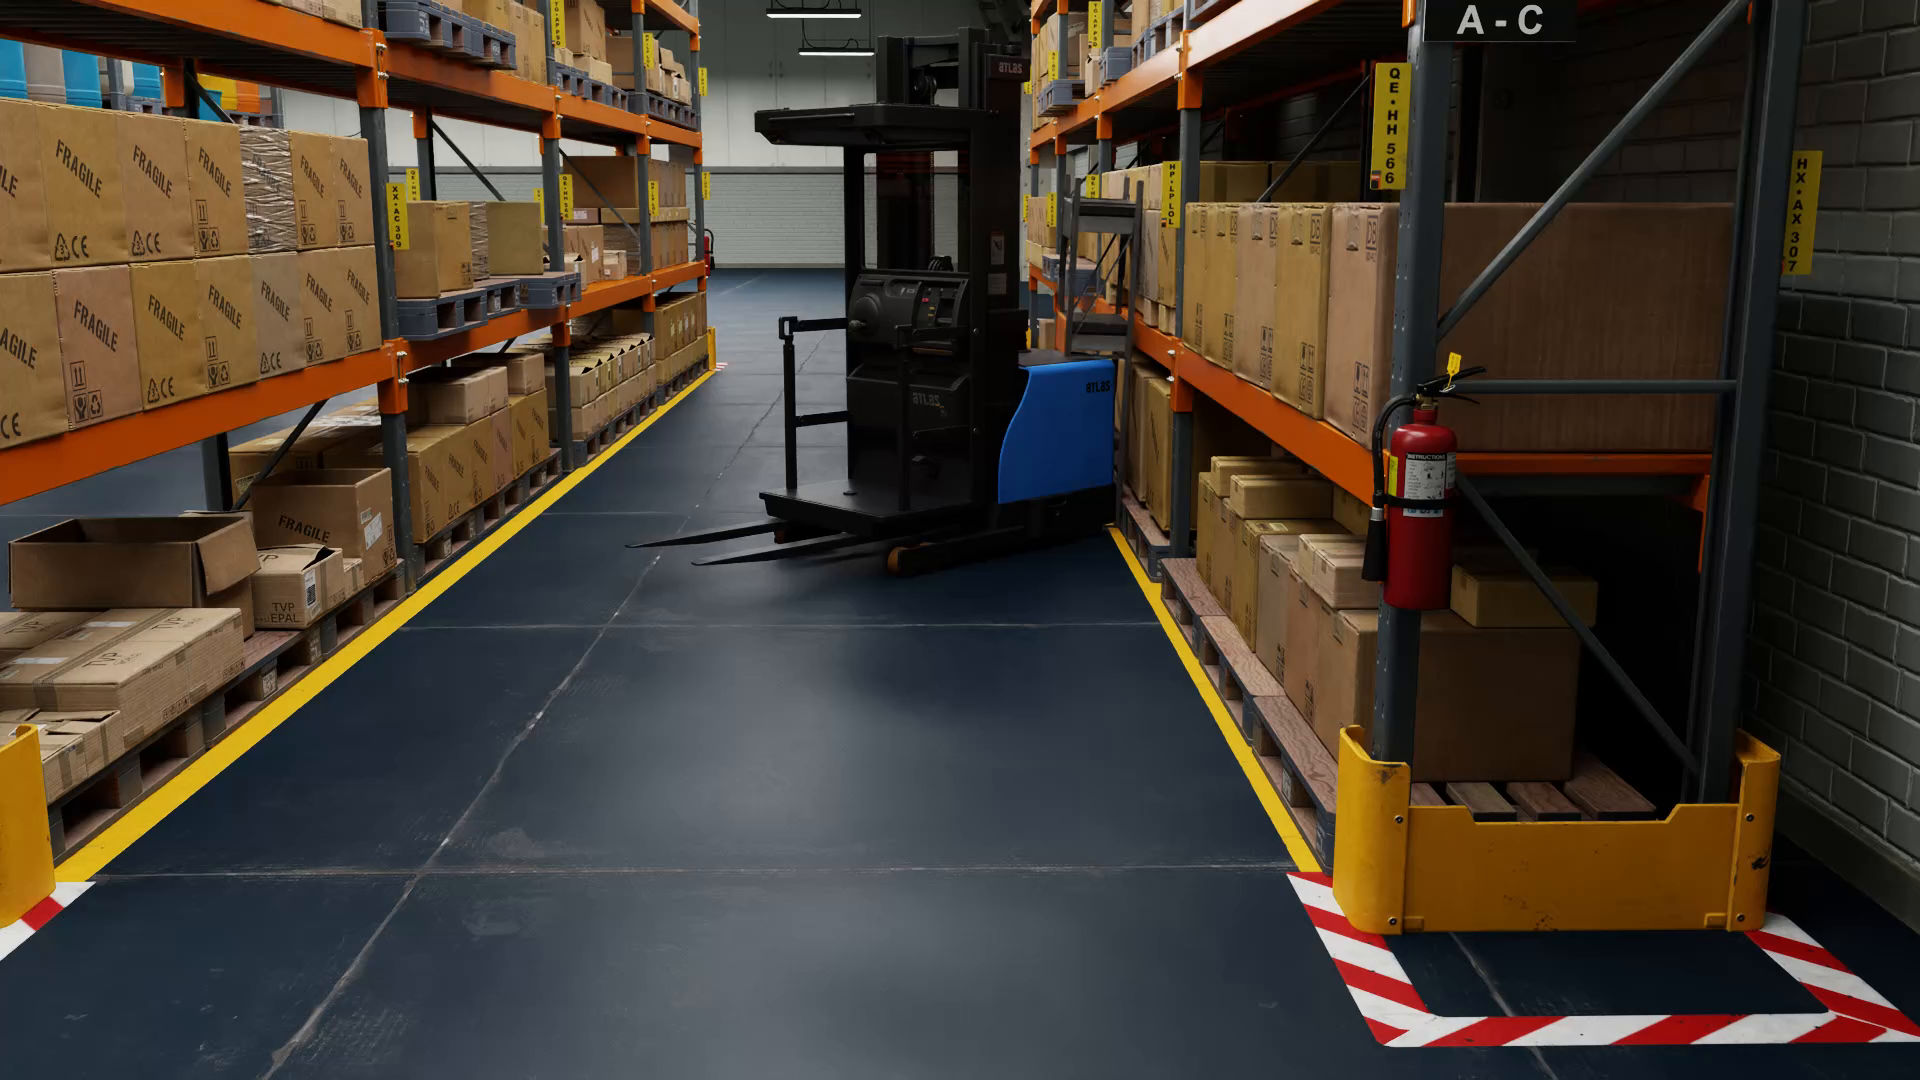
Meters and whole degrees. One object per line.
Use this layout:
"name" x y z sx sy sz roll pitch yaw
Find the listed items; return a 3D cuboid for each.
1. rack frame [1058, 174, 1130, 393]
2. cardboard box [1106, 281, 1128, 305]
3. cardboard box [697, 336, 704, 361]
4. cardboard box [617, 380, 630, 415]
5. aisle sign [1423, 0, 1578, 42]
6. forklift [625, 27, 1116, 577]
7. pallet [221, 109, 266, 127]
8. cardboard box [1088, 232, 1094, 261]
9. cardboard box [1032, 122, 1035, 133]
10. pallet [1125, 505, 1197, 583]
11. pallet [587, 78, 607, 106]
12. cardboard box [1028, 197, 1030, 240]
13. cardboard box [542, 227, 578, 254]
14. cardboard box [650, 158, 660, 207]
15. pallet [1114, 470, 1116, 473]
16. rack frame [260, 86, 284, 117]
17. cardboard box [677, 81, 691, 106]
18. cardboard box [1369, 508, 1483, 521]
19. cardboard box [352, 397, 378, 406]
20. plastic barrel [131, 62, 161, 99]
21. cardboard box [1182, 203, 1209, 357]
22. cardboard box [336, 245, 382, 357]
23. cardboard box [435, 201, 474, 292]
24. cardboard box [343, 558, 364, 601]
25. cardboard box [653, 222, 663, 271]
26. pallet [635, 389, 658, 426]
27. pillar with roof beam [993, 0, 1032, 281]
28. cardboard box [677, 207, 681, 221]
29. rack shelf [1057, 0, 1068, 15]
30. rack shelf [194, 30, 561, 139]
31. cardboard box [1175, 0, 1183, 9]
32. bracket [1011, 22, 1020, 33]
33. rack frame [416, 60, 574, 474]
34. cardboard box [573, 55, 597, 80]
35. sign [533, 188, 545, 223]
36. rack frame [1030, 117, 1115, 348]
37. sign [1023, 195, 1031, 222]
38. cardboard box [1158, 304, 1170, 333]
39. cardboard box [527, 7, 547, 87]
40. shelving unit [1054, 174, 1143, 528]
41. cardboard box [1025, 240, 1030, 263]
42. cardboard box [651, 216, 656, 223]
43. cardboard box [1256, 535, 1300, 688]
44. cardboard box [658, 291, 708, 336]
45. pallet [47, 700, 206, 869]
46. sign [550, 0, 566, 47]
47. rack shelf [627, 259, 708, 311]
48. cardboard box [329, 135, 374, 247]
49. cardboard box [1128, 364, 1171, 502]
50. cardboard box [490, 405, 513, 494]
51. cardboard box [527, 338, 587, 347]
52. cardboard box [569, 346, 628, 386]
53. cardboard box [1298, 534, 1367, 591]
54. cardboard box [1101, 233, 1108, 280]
"rack frame" 0.800 -1.222 10.481 0.400 2.100 0.015 2 15 -4
"cardboard box" 1.214 -1.718 11.564 0.380 0.149 0.250 0 11 1
"cardboard box" -3.267 -2.224 19.335 0.500 0.250 0.500 0 11 -1
"cardboard box" -3.186 -1.249 14.529 0.500 0.250 0.500 0 11 0
"aisle sign" 1.389 -1.669 4.204 0.394 0.787 0.004 0 11 -1
"forklift" -0.453 -1.350 9.343 3.031 2.935 1.130 -11 16 -43
"pallet" -8.629 -4.763 18.924 1.003 0.211 1.213 0 11 -1
"cardboard box" 1.454 -2.607 14.005 0.700 0.500 0.500 0 11 -1
"cardboard box" 1.113 -5.053 19.573 0.500 0.500 0.500 0 11 0
"pallet" 1.513 0.008 9.490 1.003 0.211 1.213 0 11 -1
"pallet" -3.560 -3.714 13.753 1.003 0.211 1.213 0 11 1
"cardboard box" 1.066 -3.799 19.681 0.500 0.500 0.500 0 11 -1
"cardboard box" -3.482 -2.362 13.908 0.500 0.500 0.500 -1 11 -4
"cardboard box" -3.550 -3.748 17.474 0.700 0.500 0.500 0 11 -1
"pallet" 1.463 -0.477 11.881 1.003 0.211 1.213 0 11 -1
"rack frame" -8.548 -6.491 19.419 1.000 3.000 0.127 0 11 -1
"cardboard box" -3.309 -5.013 18.650 0.500 0.250 0.500 0 11 -1
"cardboard box" 1.753 -0.025 6.238 0.380 0.149 0.250 0 11 0
"cardboard box" -3.685 -0.675 11.022 0.500 0.500 0.500 0 11 -2
"plastic barrel" -8.379 -4.875 16.684 0.600 0.901 0.708 0 11 -1
"cardboard box" 1.599 -1.245 7.897 0.980 0.700 0.700 0 11 0
"cardboard box" -3.081 -1.135 7.860 0.500 0.500 0.500 0 11 0
"cardboard box" -3.212 -1.671 9.444 0.700 0.500 0.500 2 12 8
"cardboard box" -2.985 0.183 7.675 0.380 0.149 0.250 0 11 -1
"cardboard box" -3.553 -3.117 17.626 0.700 0.500 0.500 0 11 0
"pallet" -3.459 -1.262 15.749 1.003 0.211 1.213 0 11 -1
"pillar with roof beam" -2.564 -11.149 42.380 9.100 9.000 0.548 0 11 -1
"cardboard box" -3.382 -3.709 18.914 0.380 0.149 0.250 0 11 0
"rack shelf" 1.480 -4.790 13.852 1.077 0.370 4.000 0 11 -1
"rack shelf" -3.389 -2.700 10.087 1.077 0.370 4.000 0 11 -1
"cardboard box" 1.620 -3.226 9.515 0.700 0.500 0.500 0 11 -2
"bracket" 1.394 -12.847 41.696 0.235 0.232 0.430 0 11 -1
"rack frame" -3.431 -1.980 12.274 1.000 3.000 0.127 0 11 -1
"cardboard box" -3.496 -4.146 14.726 0.500 0.250 0.500 -1 12 -7
"sign" -4.068 -3.235 16.086 0.100 0.325 0.005 0 11 -1
"rack frame" 1.357 -3.591 20.216 1.000 3.000 0.127 0 11 -1
"sign" 0.814 -4.013 20.119 0.100 0.325 0.005 0 11 -1
"cardboard box" 1.286 -1.209 9.054 0.380 0.149 0.250 0 11 0
"cardboard box" -3.388 -3.412 11.539 0.910 0.500 0.500 0 11 -1
"shelving unit" 0.815 -1.161 10.246 0.431 2.100 0.503 2 15 -4
"cardboard box" 1.049 -3.429 19.745 0.500 0.250 0.500 -1 11 -3
"cardboard box" -3.344 -3.349 17.141 0.380 0.149 0.250 0 11 -2
"cardboard box" 1.551 0.270 6.413 0.700 0.500 0.500 -1 11 -3
"cardboard box" -3.287 -2.690 19.750 0.500 0.500 0.500 0 11 -1
"pallet" -3.284 0.804 5.568 1.003 0.211 1.213 0 11 -1
"sign" -2.888 -3.705 11.933 0.100 0.325 0.005 0 11 -1
"rack shelf" -3.555 -2.820 18.224 1.077 0.370 4.000 0 11 -1
"cardboard box" -3.079 -1.624 7.755 0.500 0.500 0.500 0 11 -1
"cardboard box" 1.440 -0.663 10.135 0.750 0.750 0.750 0 11 1
"cardboard box" -3.149 -0.578 10.546 0.500 0.500 0.500 -1 11 -3
"cardboard box" -3.749 -1.725 15.468 0.500 0.311 0.500 0 11 -2
"cardboard box" -3.187 -1.526 14.487 0.500 0.311 0.500 0 11 -2
"cardboard box" 1.382 0.076 5.738 0.380 0.149 0.250 0 11 0
"cardboard box" 1.276 -2.108 11.855 0.500 0.500 0.500 0 11 1
